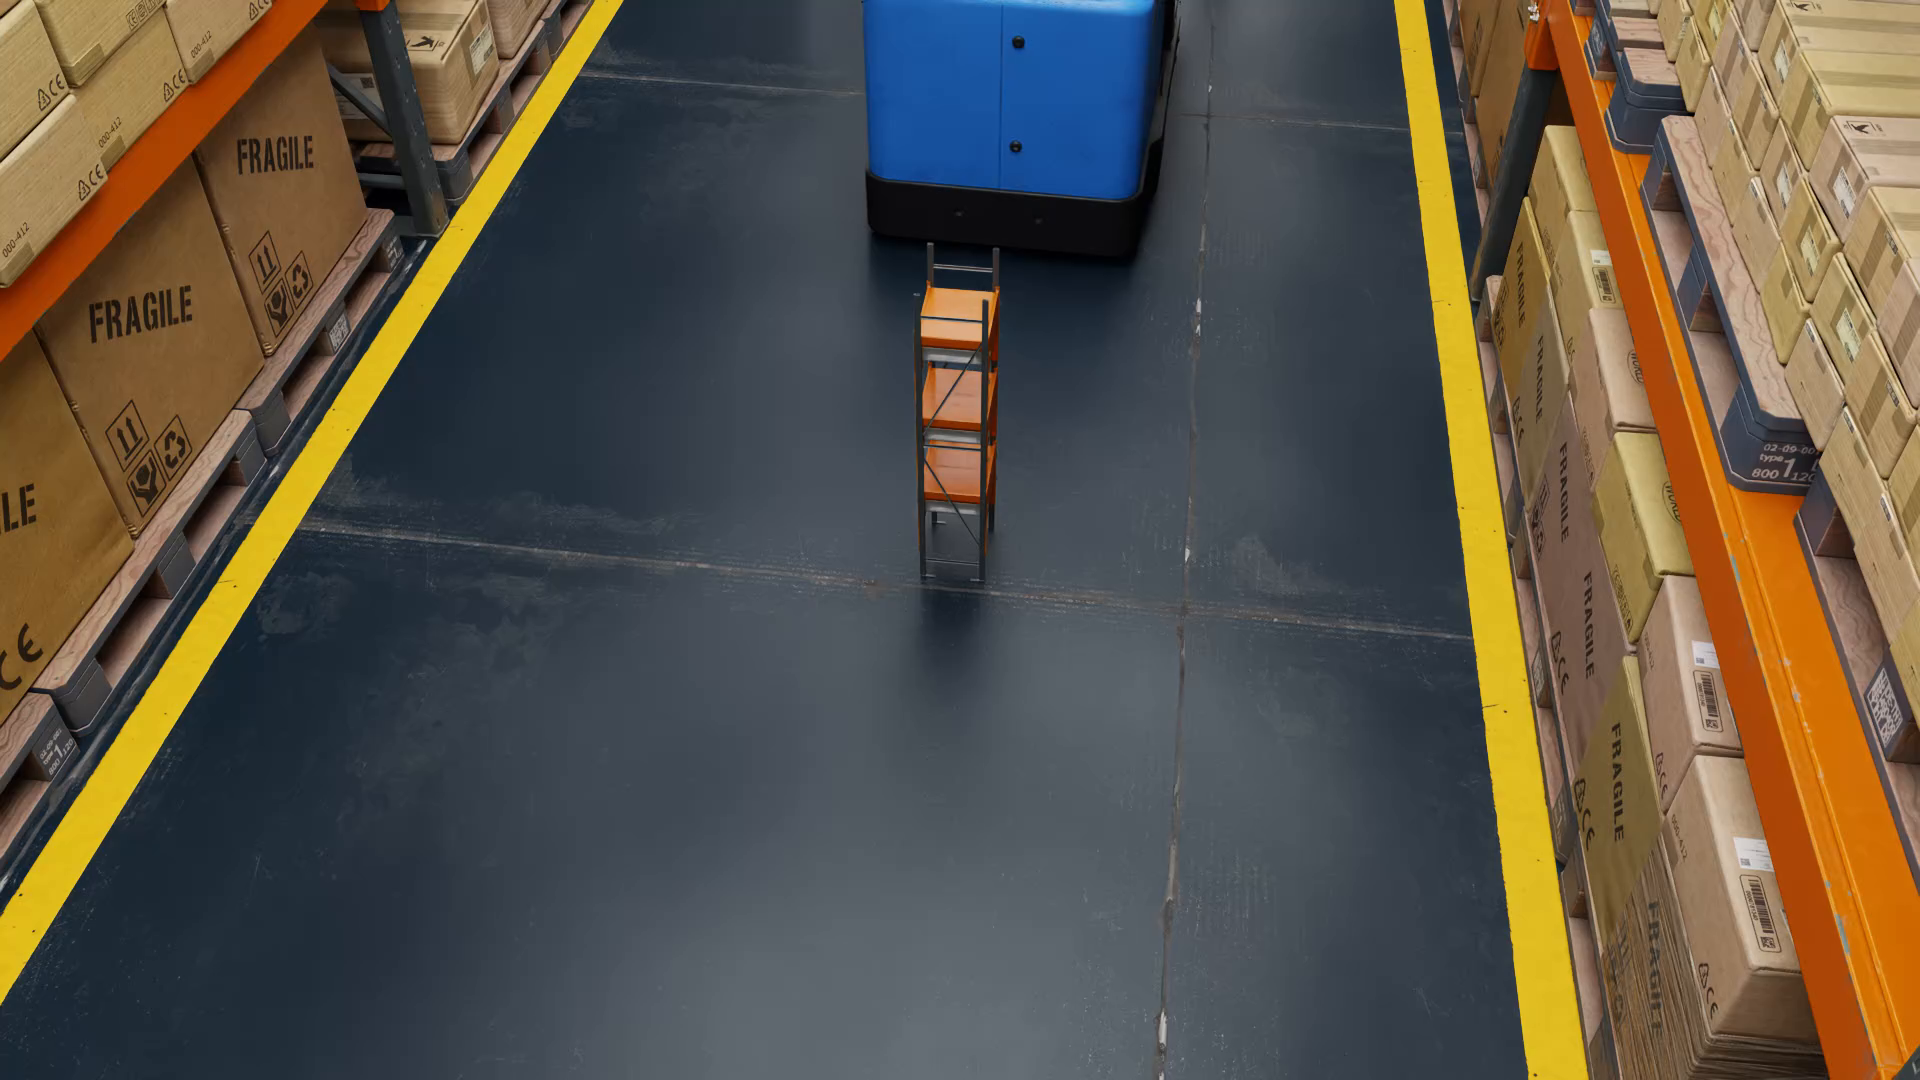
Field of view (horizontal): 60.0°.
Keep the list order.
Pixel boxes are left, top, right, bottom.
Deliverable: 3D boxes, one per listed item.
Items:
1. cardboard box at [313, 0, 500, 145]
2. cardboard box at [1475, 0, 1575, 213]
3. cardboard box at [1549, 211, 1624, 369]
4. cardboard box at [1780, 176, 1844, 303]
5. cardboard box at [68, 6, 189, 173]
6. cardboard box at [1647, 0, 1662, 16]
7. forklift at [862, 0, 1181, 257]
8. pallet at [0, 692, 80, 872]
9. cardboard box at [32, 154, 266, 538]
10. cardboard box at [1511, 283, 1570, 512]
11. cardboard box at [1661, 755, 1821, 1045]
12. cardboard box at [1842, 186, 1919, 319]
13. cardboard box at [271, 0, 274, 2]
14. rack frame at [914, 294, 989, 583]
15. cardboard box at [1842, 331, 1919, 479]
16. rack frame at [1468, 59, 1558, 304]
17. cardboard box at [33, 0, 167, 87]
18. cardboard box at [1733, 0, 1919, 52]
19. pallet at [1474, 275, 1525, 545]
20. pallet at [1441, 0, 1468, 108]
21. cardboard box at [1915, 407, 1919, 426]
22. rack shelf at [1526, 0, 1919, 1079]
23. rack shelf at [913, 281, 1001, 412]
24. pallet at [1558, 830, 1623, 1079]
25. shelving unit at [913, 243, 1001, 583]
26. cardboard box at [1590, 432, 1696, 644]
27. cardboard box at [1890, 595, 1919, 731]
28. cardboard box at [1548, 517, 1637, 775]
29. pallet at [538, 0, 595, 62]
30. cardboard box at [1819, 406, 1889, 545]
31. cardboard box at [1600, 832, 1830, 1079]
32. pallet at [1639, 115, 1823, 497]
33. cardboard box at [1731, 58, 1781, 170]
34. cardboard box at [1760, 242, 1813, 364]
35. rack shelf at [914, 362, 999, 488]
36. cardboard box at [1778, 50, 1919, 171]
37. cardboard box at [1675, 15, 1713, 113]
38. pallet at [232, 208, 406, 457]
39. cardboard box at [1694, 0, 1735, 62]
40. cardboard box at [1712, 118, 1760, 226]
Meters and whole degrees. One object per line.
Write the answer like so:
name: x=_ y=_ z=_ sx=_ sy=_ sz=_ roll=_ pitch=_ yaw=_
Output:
cardboard box: x=-2.433 y=-1.928 z=6.710 sx=0.950 sy=0.372 sz=0.625 roll=3 pitch=43 yaw=3
cardboard box: x=2.572 y=-1.707 z=6.202 sx=1.050 sy=0.750 sz=0.750 roll=5 pitch=44 yaw=5
cardboard box: x=2.005 y=-0.688 z=4.762 sx=0.500 sy=0.250 sz=0.500 roll=5 pitch=44 yaw=5
cardboard box: x=1.901 y=-0.596 z=3.358 sx=0.380 sy=0.149 sz=0.250 roll=5 pitch=44 yaw=6
cardboard box: x=-2.461 y=-1.232 z=4.478 sx=0.500 sy=0.250 sz=0.500 roll=5 pitch=44 yaw=5
cardboard box: x=2.108 y=-1.556 z=4.589 sx=0.380 sy=0.149 sz=0.250 roll=7 pitch=44 yaw=8
forklift: x=0.396 y=-3.155 z=6.451 sx=1.130 sy=2.935 sz=3.031 roll=7 pitch=44 yaw=7
pallet: x=-3.019 y=0.860 z=4.188 sx=1.003 sy=0.211 sz=1.213 roll=5 pitch=44 yaw=6
cardboard box: x=-2.813 y=-0.656 z=5.001 sx=0.875 sy=0.875 sz=0.875 roll=6 pitch=44 yaw=6
cardboard box: x=1.993 y=-0.407 z=5.011 sx=0.500 sy=0.500 sz=0.500 roll=6 pitch=44 yaw=6
cardboard box: x=1.722 y=0.714 z=3.282 sx=0.500 sy=0.250 sz=0.500 roll=4 pitch=44 yaw=4
cardboard box: x=1.875 y=-0.512 z=3.054 sx=0.380 sy=0.149 sz=0.250 roll=4 pitch=44 yaw=4
cardboard box: x=-2.327 y=-1.923 z=5.208 sx=0.500 sy=0.250 sz=0.500 roll=4 pitch=44 yaw=4
rack frame: x=-0.023 y=-0.262 z=4.763 sx=0.200 sy=1.050 sz=0.008 roll=5 pitch=44 yaw=6
cardboard box: x=1.832 y=-0.232 z=2.974 sx=0.380 sy=0.149 sz=0.250 roll=4 pitch=44 yaw=4
rack frame: x=2.403 y=-1.964 z=5.143 sx=1.000 sy=3.000 sz=0.127 roll=5 pitch=44 yaw=6
cardboard box: x=-2.441 y=-1.419 z=4.312 sx=0.500 sy=0.250 sz=0.500 roll=4 pitch=44 yaw=4
cardboard box: x=2.010 y=-1.229 z=3.811 sx=0.380 sy=0.149 sz=0.250 roll=7 pitch=44 yaw=7
pallet: x=2.298 y=-0.419 z=5.539 sx=1.003 sy=0.211 sz=1.213 roll=5 pitch=44 yaw=6
pallet: x=2.745 y=-2.311 z=7.538 sx=1.003 sy=0.211 sz=1.213 roll=5 pitch=44 yaw=6
cardboard box: x=1.804 y=-0.166 z=2.688 sx=0.380 sy=0.149 sz=0.250 roll=4 pitch=44 yaw=4
rack shelf: x=2.138 y=-0.340 z=3.951 sx=1.077 sy=0.370 sz=4.000 roll=5 pitch=44 yaw=6
rack shelf: x=-0.007 y=-0.543 z=4.663 sx=0.215 sy=0.259 sz=0.240 roll=5 pitch=44 yaw=6
pallet: x=1.975 y=1.243 z=3.783 sx=1.003 sy=0.211 sz=1.213 roll=5 pitch=44 yaw=6
shelving unit: x=-0.007 y=-0.345 z=4.851 sx=0.215 sy=1.050 sz=0.252 roll=5 pitch=44 yaw=6
cardboard box: x=1.859 y=0.003 z=4.032 sx=0.500 sy=0.250 sz=0.500 roll=3 pitch=44 yaw=4
cardboard box: x=1.764 y=0.235 z=2.698 sx=0.380 sy=0.149 sz=0.250 roll=5 pitch=44 yaw=6
cardboard box: x=1.862 y=0.291 z=4.274 sx=0.500 sy=0.500 sz=0.500 roll=4 pitch=44 yaw=5
pallet: x=-2.249 y=-2.694 z=7.942 sx=1.003 sy=0.211 sz=1.213 roll=5 pitch=44 yaw=6
cardboard box: x=1.832 y=-0.106 z=3.057 sx=0.380 sy=0.149 sz=0.250 roll=3 pitch=44 yaw=3
cardboard box: x=1.722 y=0.989 z=3.536 sx=0.500 sy=0.500 sz=0.500 roll=4 pitch=44 yaw=5
pallet: x=2.182 y=-0.542 z=3.780 sx=1.003 sy=0.211 sz=1.213 roll=5 pitch=44 yaw=6
cardboard box: x=1.971 y=-0.945 z=3.727 sx=0.380 sy=0.149 sz=0.250 roll=5 pitch=44 yaw=5
cardboard box: x=1.899 y=-0.476 z=3.449 sx=0.380 sy=0.149 sz=0.250 roll=7 pitch=44 yaw=7
rack shelf: x=-0.007 y=-0.337 z=4.858 sx=0.215 sy=0.259 sz=0.240 roll=5 pitch=44 yaw=6
cardboard box: x=1.941 y=-0.879 z=3.441 sx=0.380 sy=0.149 sz=0.250 roll=5 pitch=44 yaw=5
cardboard box: x=2.039 y=-1.188 z=4.201 sx=0.380 sy=0.149 sz=0.250 roll=7 pitch=44 yaw=7
pallet: x=-2.696 y=-0.803 z=5.944 sx=1.003 sy=0.211 sz=1.213 roll=5 pitch=44 yaw=6
cardboard box: x=2.041 y=-1.283 z=4.085 sx=0.380 sy=0.149 sz=0.250 roll=5 pitch=44 yaw=6
cardboard box: x=1.970 y=-0.835 z=3.828 sx=0.380 sy=0.149 sz=0.250 roll=6 pitch=44 yaw=6
